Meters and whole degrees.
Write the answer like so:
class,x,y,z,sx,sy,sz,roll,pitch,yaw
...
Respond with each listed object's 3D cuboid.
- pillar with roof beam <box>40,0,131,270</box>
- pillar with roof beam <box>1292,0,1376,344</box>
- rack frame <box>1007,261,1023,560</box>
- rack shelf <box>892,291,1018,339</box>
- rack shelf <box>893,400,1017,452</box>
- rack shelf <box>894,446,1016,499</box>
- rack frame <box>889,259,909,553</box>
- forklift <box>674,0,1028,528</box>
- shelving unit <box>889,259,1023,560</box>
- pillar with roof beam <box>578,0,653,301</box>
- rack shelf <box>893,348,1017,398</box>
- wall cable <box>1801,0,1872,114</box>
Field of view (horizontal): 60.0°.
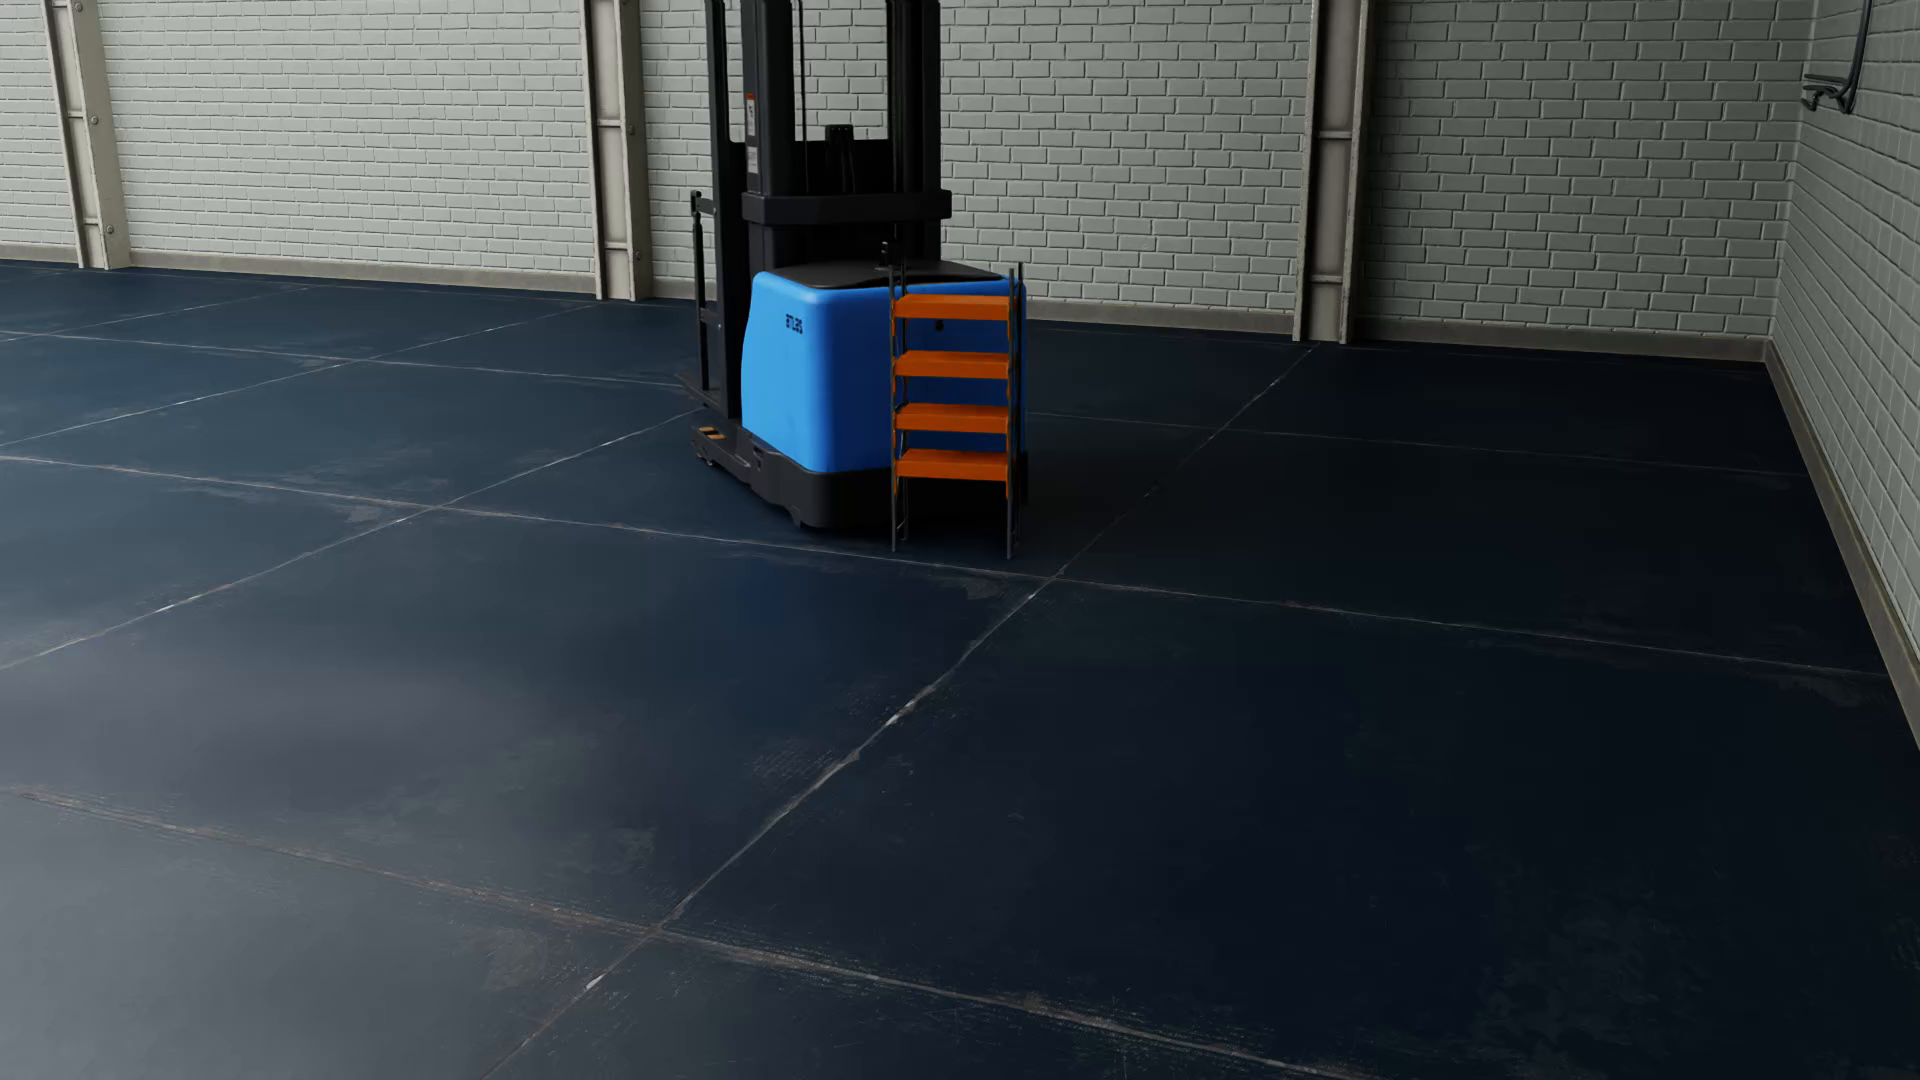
class,x,y,z,sx,sy,sz,roll,pitch,yaw
pillar with roof beam,-10.059,-5.918,11.418,0.400,9.000,9.100,6,17,21
pillar with roof beam,1.105,-4.690,7.189,0.400,9.000,9.100,6,17,21
rack frame,0.226,-0.527,6.837,0.015,1.200,0.240,3,16,11
rack shelf,-0.014,-0.917,6.772,0.480,0.148,0.258,3,16,11
rack shelf,-0.014,-0.476,6.901,0.480,0.148,0.258,3,16,11
rack shelf,-0.014,-0.285,6.956,0.480,0.148,0.258,3,16,11
rack frame,-0.253,-0.553,6.927,0.015,1.200,0.240,3,16,11
forklift,-0.754,-1.824,8.200,1.130,2.935,3.031,-7,18,-23
shelving unit,-0.014,-0.540,6.882,0.503,1.200,0.258,3,16,11
pillar with roof beam,-4.477,-5.304,9.304,0.400,9.000,9.100,6,17,21
rack shelf,-0.014,-0.690,6.838,0.480,0.148,0.258,3,16,11
wall cable,4.939,-3.671,9.249,0.112,2.526,3.097,6,17,21
